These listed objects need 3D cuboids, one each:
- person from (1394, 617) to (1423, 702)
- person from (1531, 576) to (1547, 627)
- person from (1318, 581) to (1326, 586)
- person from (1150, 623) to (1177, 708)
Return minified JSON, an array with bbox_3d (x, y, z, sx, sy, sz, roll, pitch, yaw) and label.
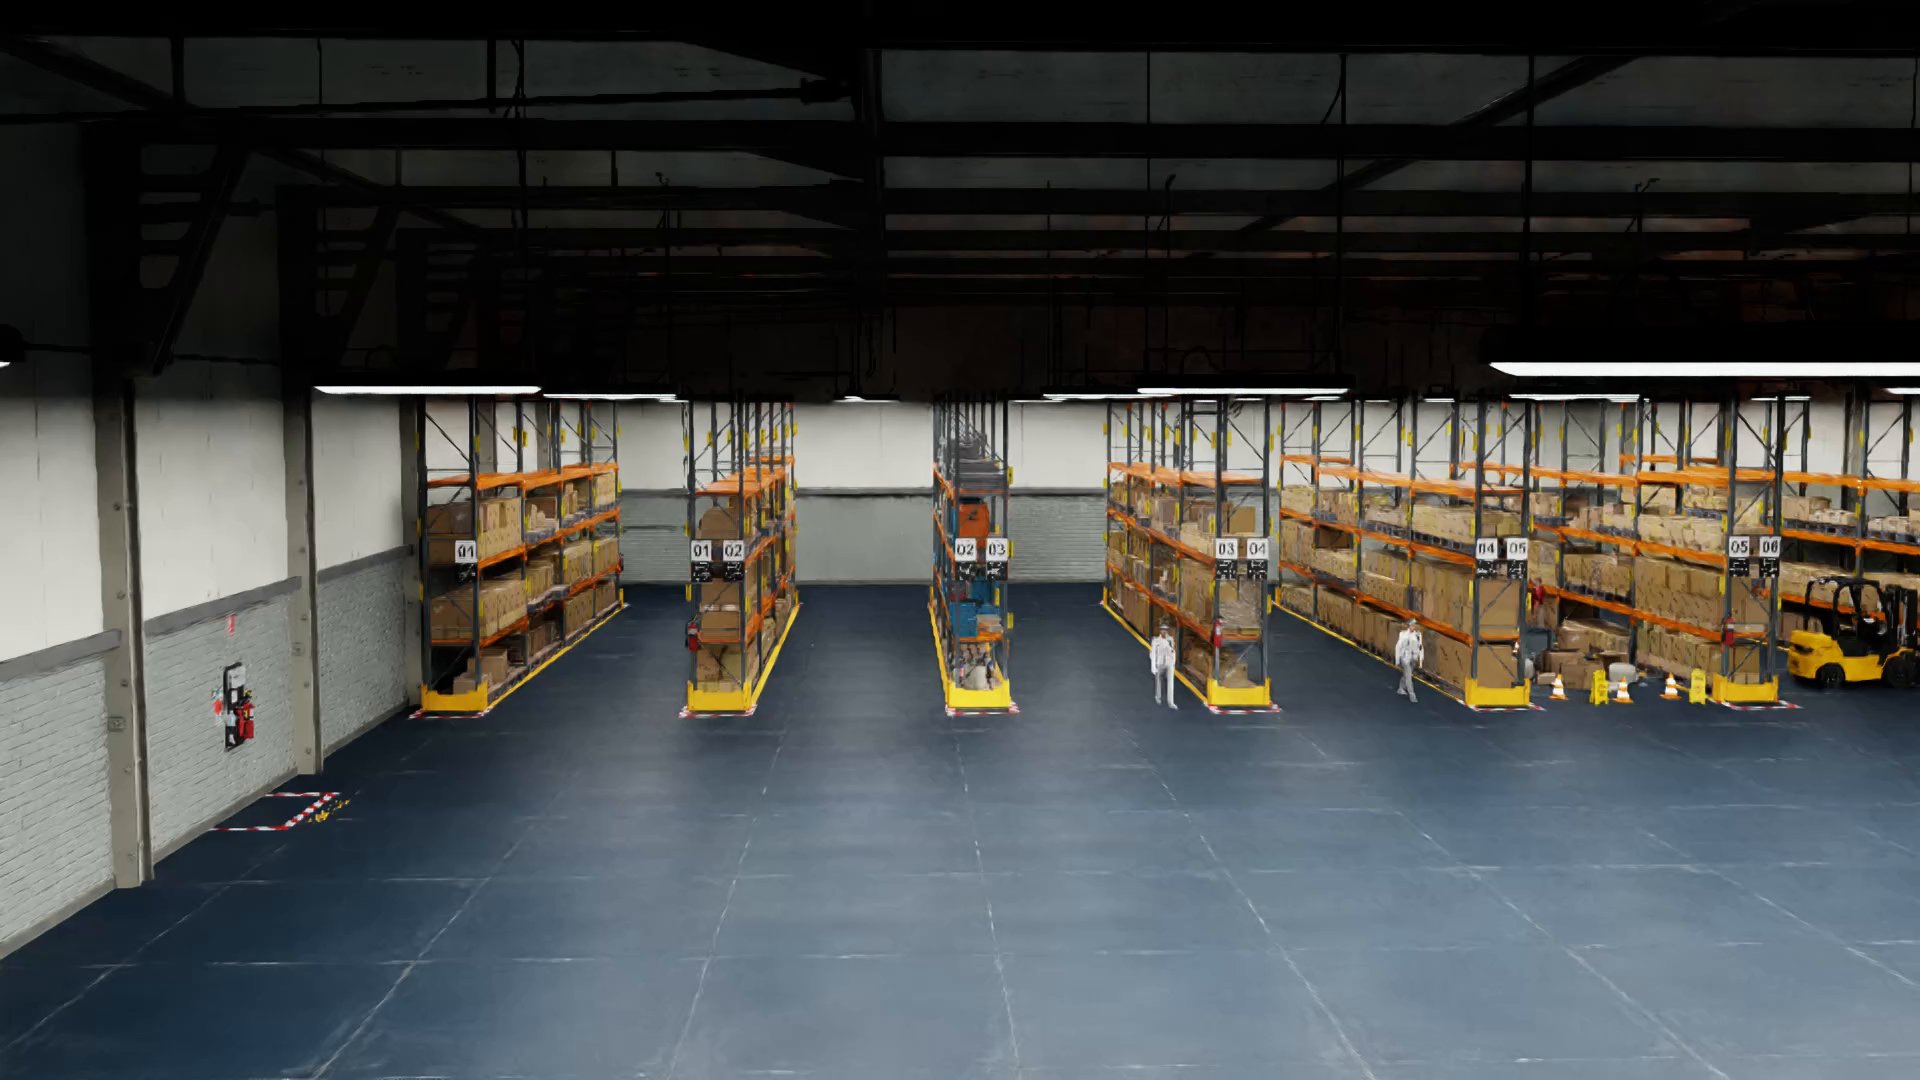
[{"bbox_3d":[8.728,2.278,32.217,0.488,1.591,1.020,-1,5,-15],"label":"person"},{"bbox_3d":[13.427,1.690,38.768,0.597,1.715,0.668,2,5,22],"label":"person"},{"bbox_3d":[10.975,0.740,50.970,0.520,1.671,0.497,3,6,36],"label":"person"},{"bbox_3d":[3.848,2.336,31.493,0.496,1.584,1.072,0,5,0],"label":"person"}]
